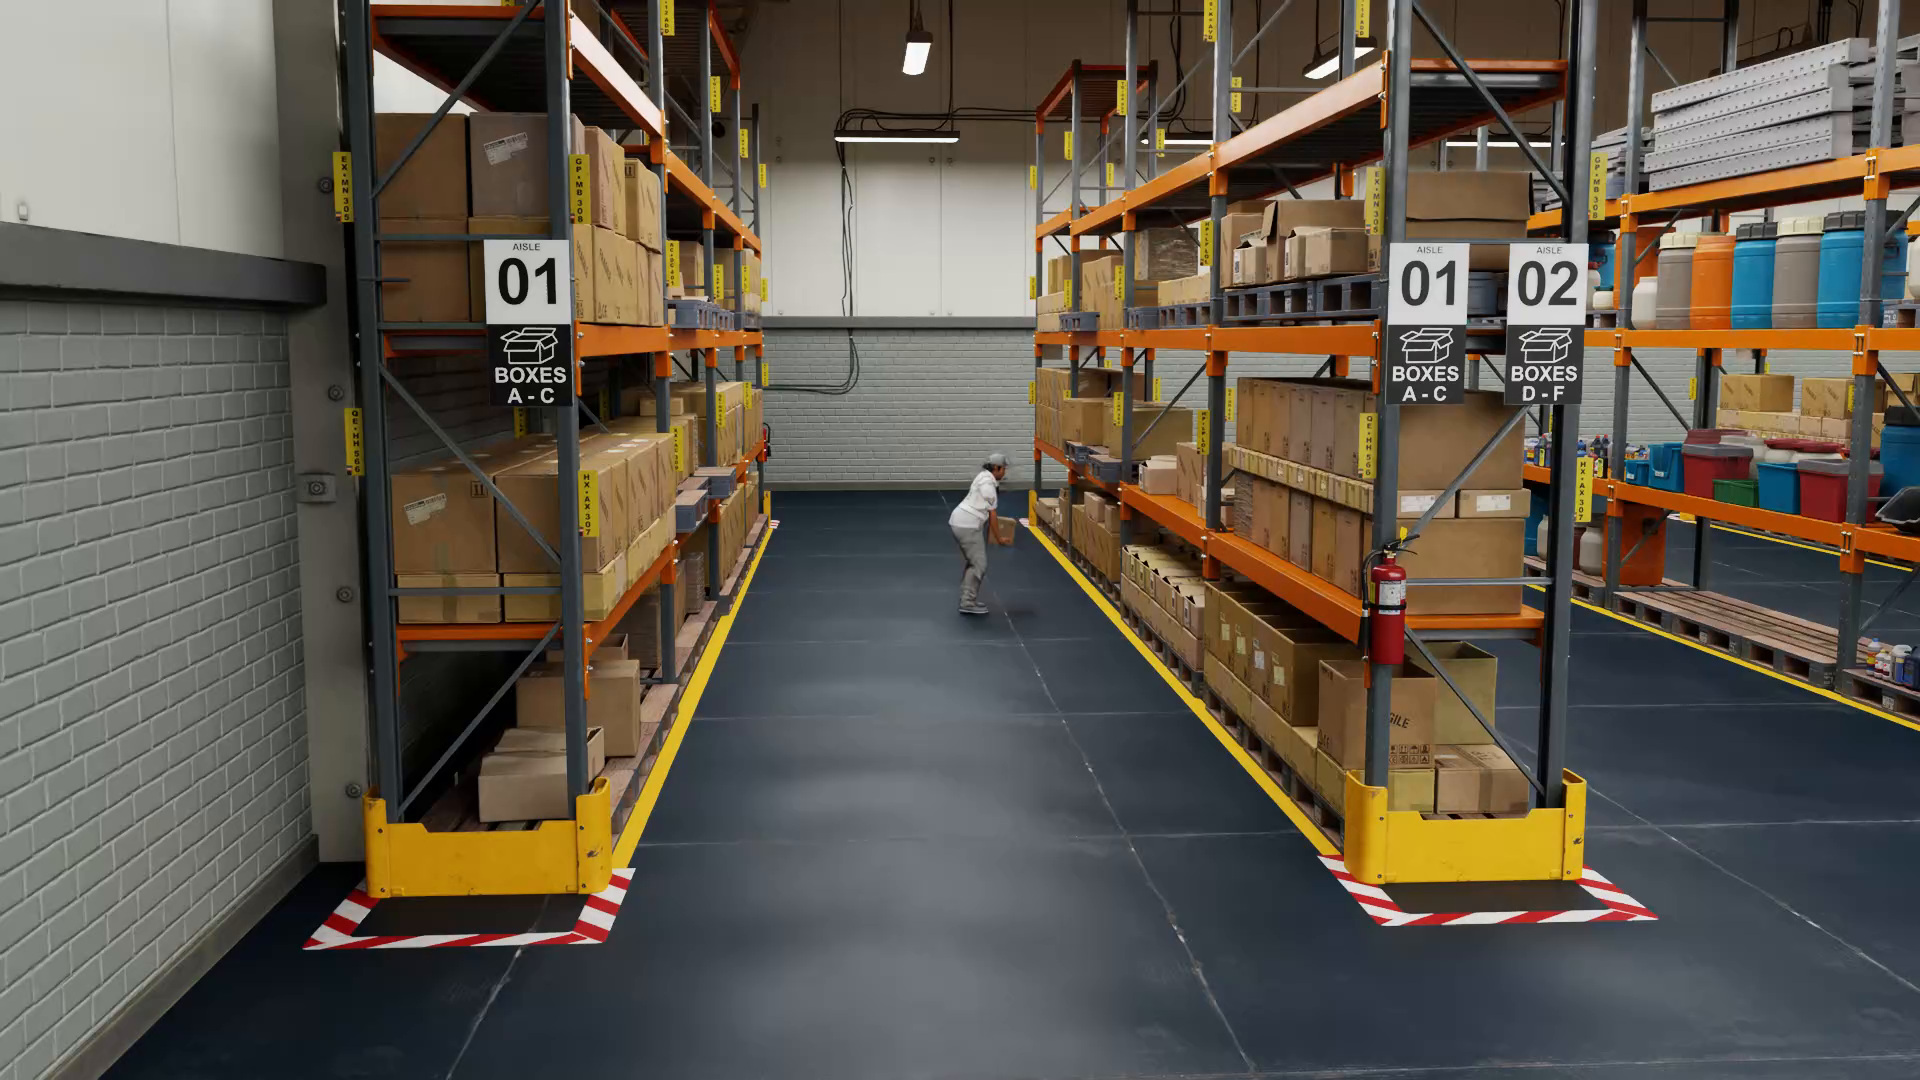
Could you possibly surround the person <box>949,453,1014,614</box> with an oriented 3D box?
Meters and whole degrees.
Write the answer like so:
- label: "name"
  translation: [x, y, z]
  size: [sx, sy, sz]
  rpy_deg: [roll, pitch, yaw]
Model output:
- label: "person"
  translation: [0.219, -0.072, 16.665]
  size: [0.654, 1.594, 0.452]
  rpy_deg: [-1, 7, -5]
